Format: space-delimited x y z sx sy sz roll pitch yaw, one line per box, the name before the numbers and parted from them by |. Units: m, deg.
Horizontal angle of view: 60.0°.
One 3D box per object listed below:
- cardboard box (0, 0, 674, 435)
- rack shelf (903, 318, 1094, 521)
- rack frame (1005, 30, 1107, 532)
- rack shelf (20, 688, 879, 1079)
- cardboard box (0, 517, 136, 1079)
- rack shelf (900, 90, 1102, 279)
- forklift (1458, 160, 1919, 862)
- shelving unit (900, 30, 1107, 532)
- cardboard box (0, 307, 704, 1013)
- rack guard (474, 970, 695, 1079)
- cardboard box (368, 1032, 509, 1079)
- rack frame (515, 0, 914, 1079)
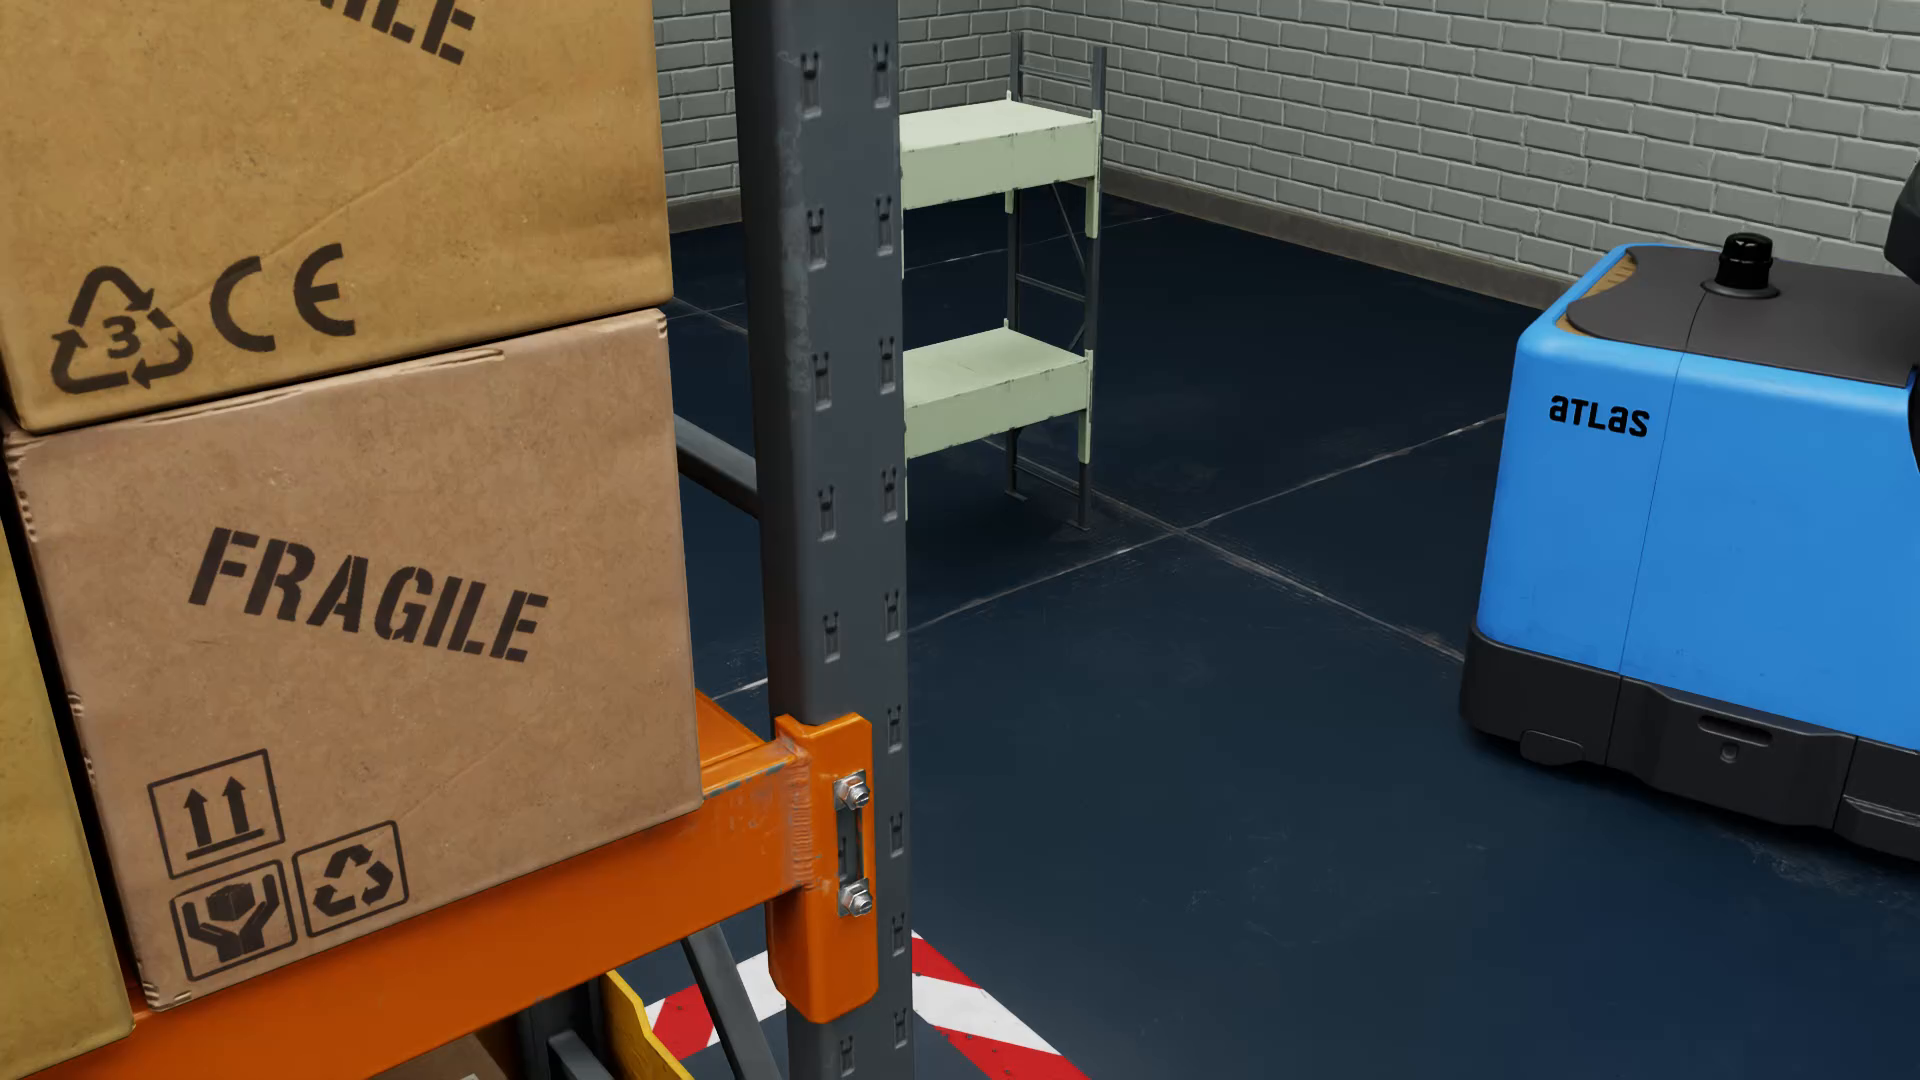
cardboard box | -0.588 -0.442 1.332 0.500 0.500 0.500 -19 31 -34
rack shelf | -0.005 -0.383 5.068 0.720 0.370 0.431 -18 31 -34
rack frame | 0.283 -0.774 5.135 0.023 1.500 0.400 -18 31 -34
rack shelf | -1.982 0.696 1.041 4.000 0.370 1.077 -18 31 -34
cardboard box | -0.999 0.148 1.250 0.500 0.500 0.500 -18 30 -34
rack shelf | -0.005 -1.033 4.766 0.720 0.370 0.431 -18 31 -34
forklift | 2.762 -0.658 3.187 3.031 2.935 1.130 15 29 29
shelving unit | -0.005 -0.679 4.931 0.755 1.500 0.431 -18 31 -34
cardboard box | -0.592 0.012 1.543 0.500 0.500 0.500 -17 30 -32
rack guard | -0.468 1.004 2.493 0.348 0.500 1.175 -18 31 -34
cardboard box | -0.684 1.008 1.962 0.500 0.500 0.500 -18 31 -34
rack frame | -0.410 -0.151 2.011 0.053 2.616 0.949 -18 31 -34
